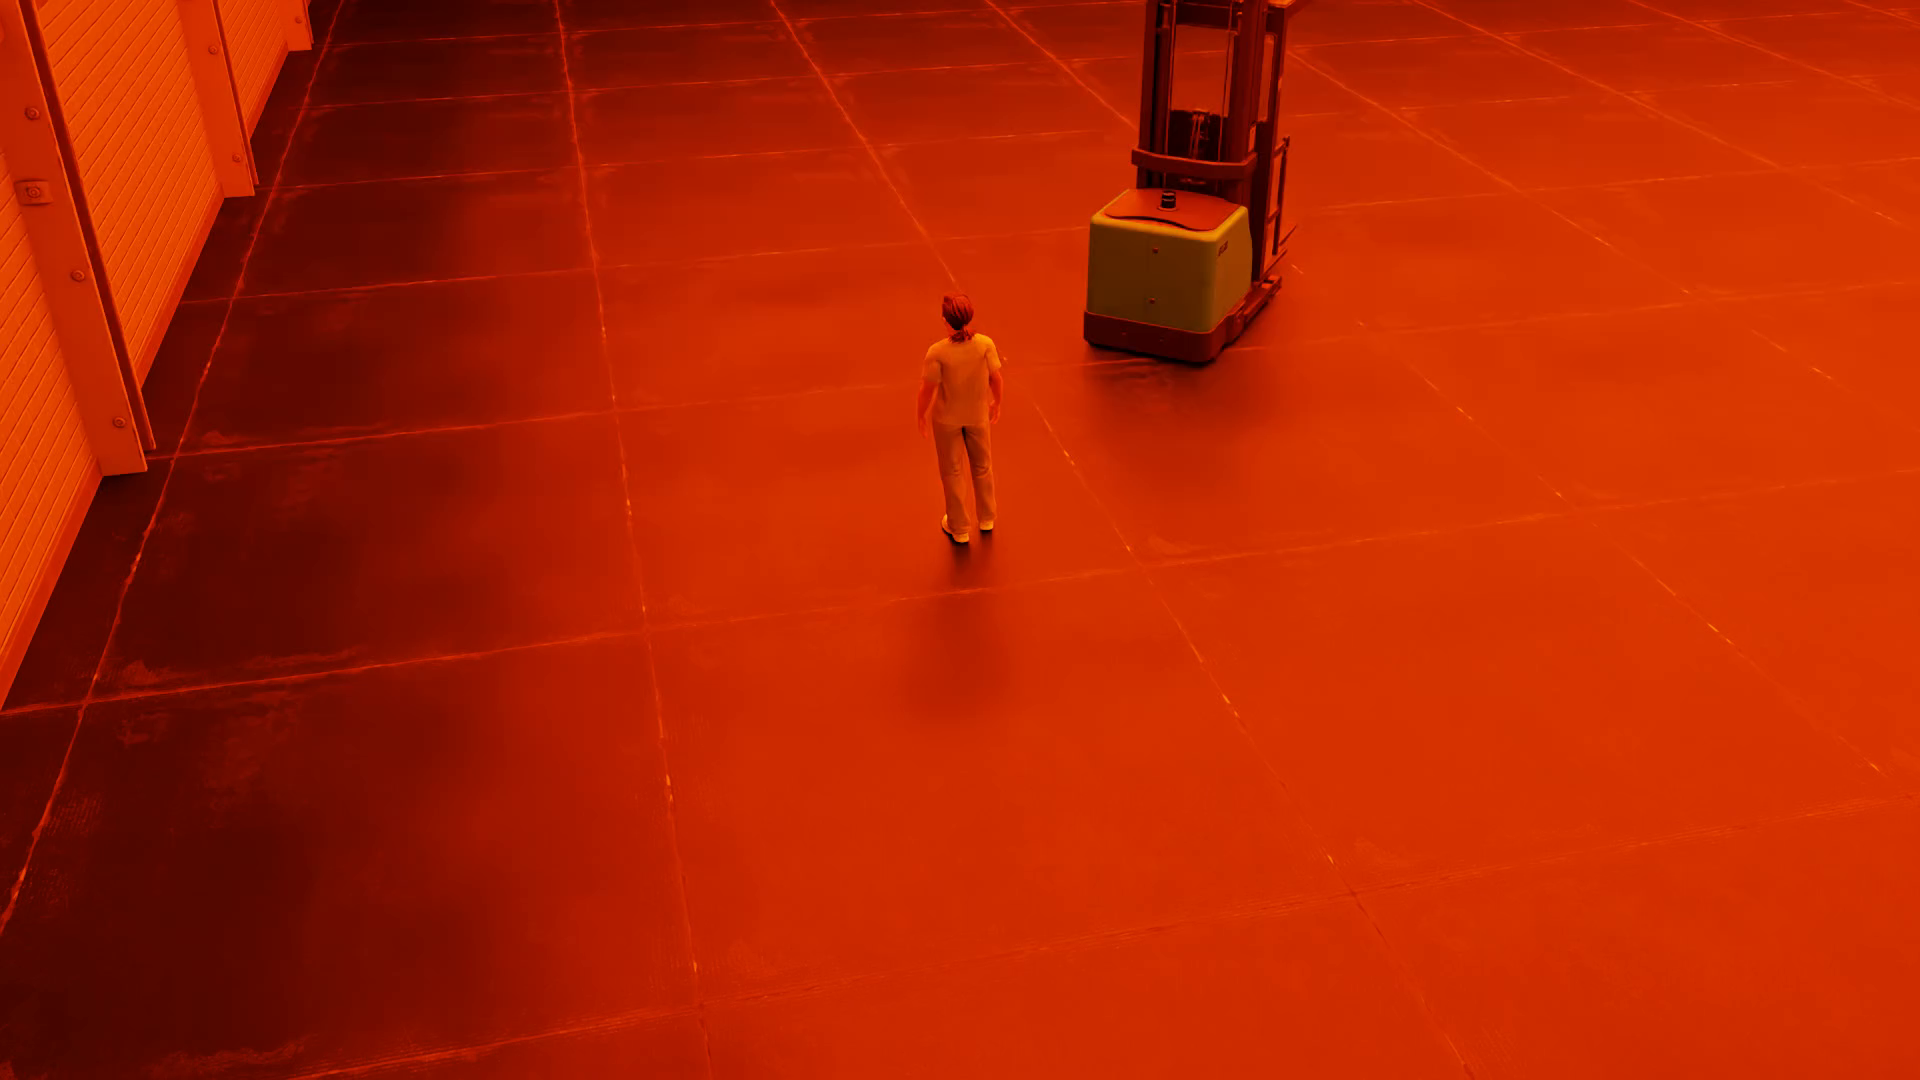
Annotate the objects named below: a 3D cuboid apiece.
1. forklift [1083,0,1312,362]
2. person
[{"bbox_3d":[2.076,-3.340,13.343,1.130,2.935,3.031,14,33,23],"label":"forklift"},{"bbox_3d":[-0.004,-0.769,10.142,0.549,1.673,0.548,-7,31,-12],"label":"person"}]
